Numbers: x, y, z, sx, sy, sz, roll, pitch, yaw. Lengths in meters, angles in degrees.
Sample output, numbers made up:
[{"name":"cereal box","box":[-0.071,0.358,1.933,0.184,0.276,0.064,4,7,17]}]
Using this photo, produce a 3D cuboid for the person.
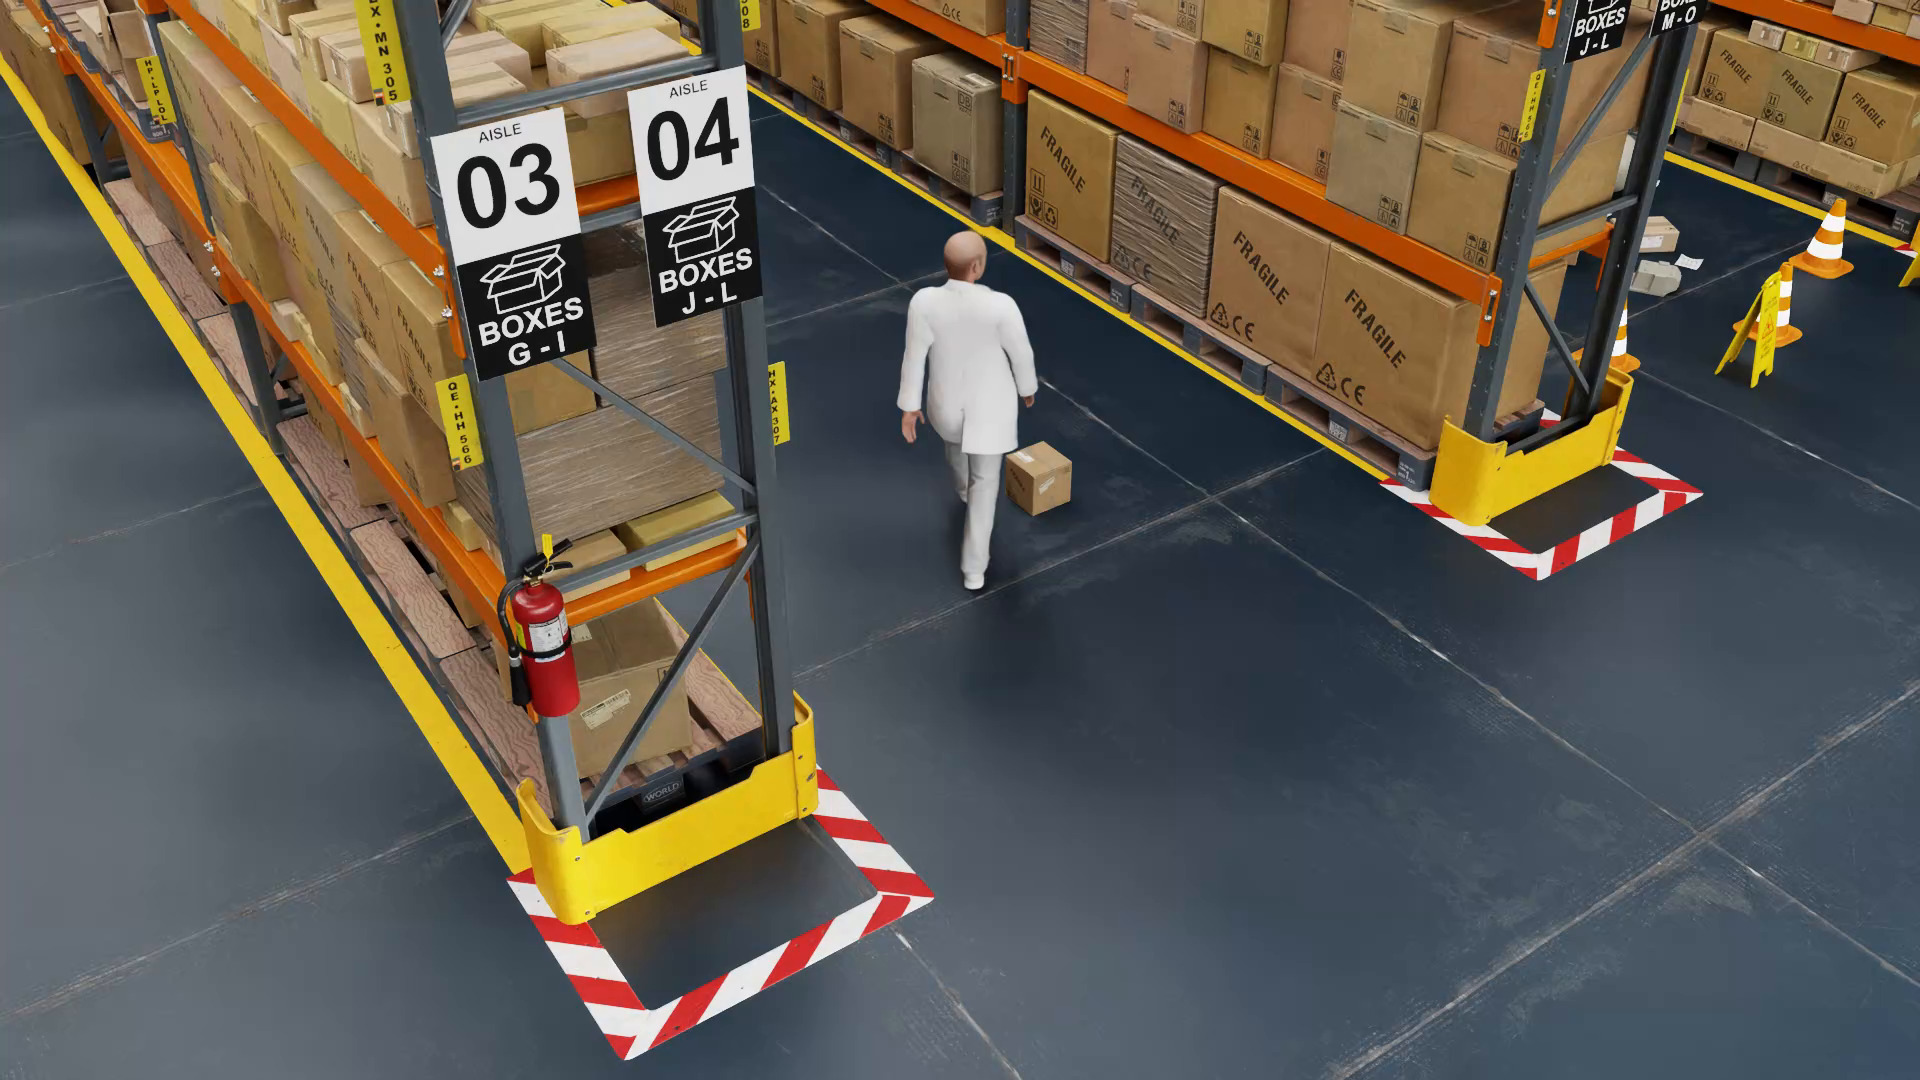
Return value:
[{"name":"person","box":[0.076,-0.754,8.076,0.626,1.720,1.089,10,37,14]}]
